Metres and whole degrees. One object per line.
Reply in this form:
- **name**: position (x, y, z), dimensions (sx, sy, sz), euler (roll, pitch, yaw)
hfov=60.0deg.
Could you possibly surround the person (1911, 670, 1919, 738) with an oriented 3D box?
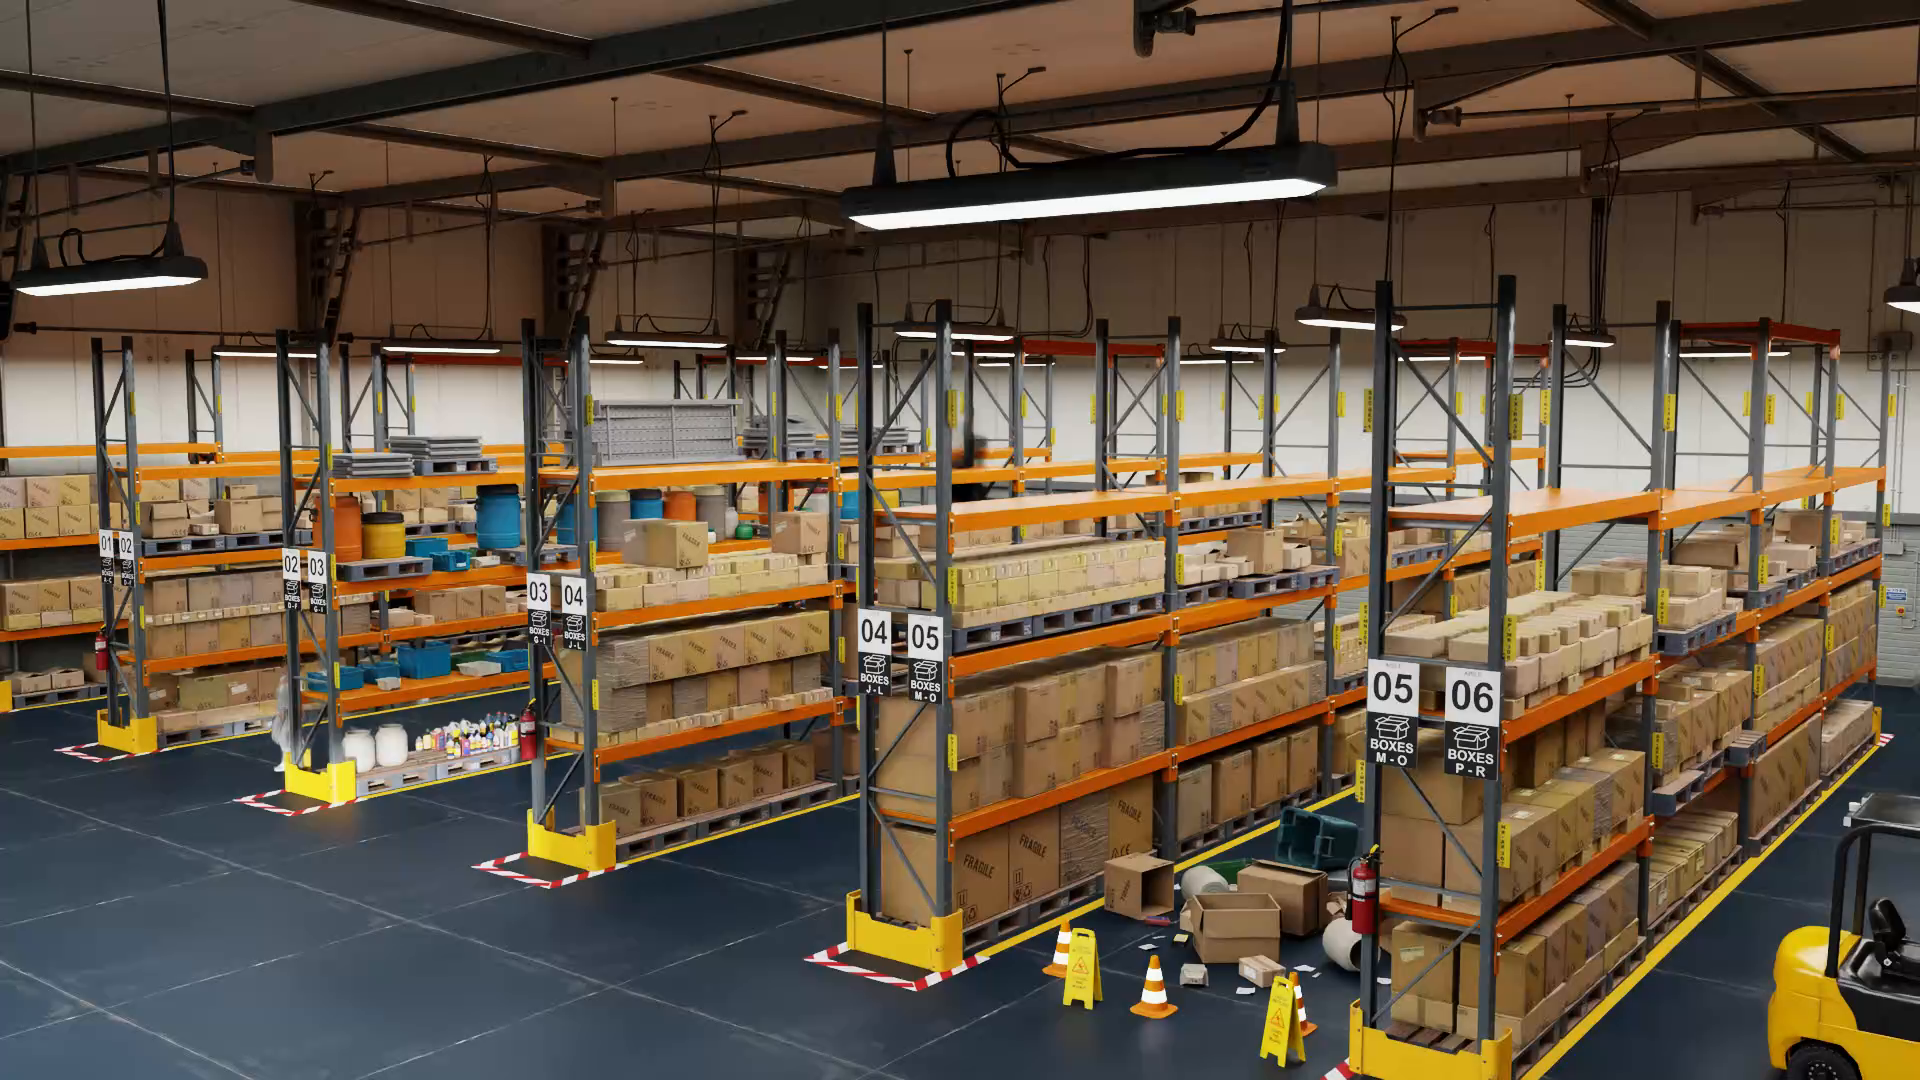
- **person**: position (13.495, 2.307, 22.945), dimensions (0.664, 1.729, 0.725), euler (3, 6, 31)

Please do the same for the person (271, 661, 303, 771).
- **person**: position (-9.214, 2.412, 22.898), dimensions (0.555, 1.553, 0.534), euler (3, 6, 27)
